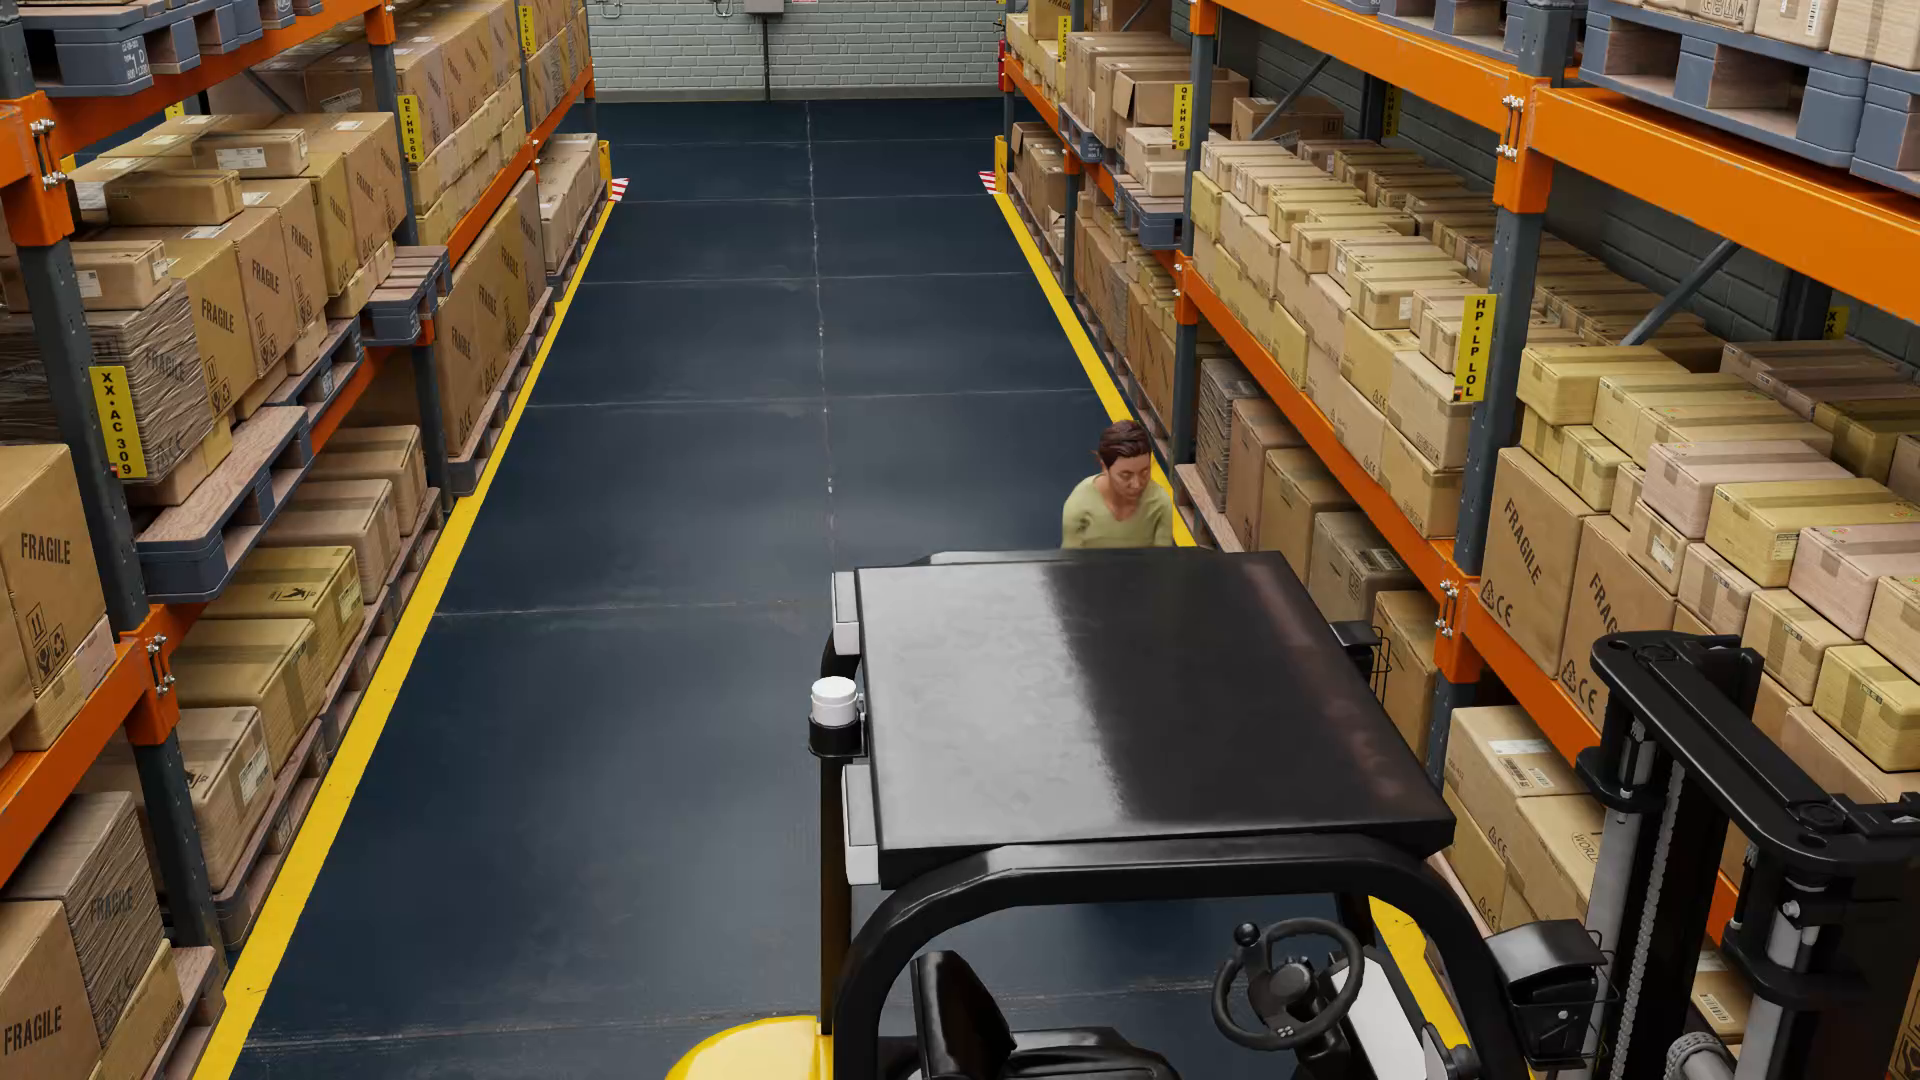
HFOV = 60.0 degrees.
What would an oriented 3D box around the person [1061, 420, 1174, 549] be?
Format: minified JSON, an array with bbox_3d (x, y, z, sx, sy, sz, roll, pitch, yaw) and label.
[{"bbox_3d":[0.545,0.303,5.988,0.404,1.623,0.533,-3,24,-6],"label":"person"}]
